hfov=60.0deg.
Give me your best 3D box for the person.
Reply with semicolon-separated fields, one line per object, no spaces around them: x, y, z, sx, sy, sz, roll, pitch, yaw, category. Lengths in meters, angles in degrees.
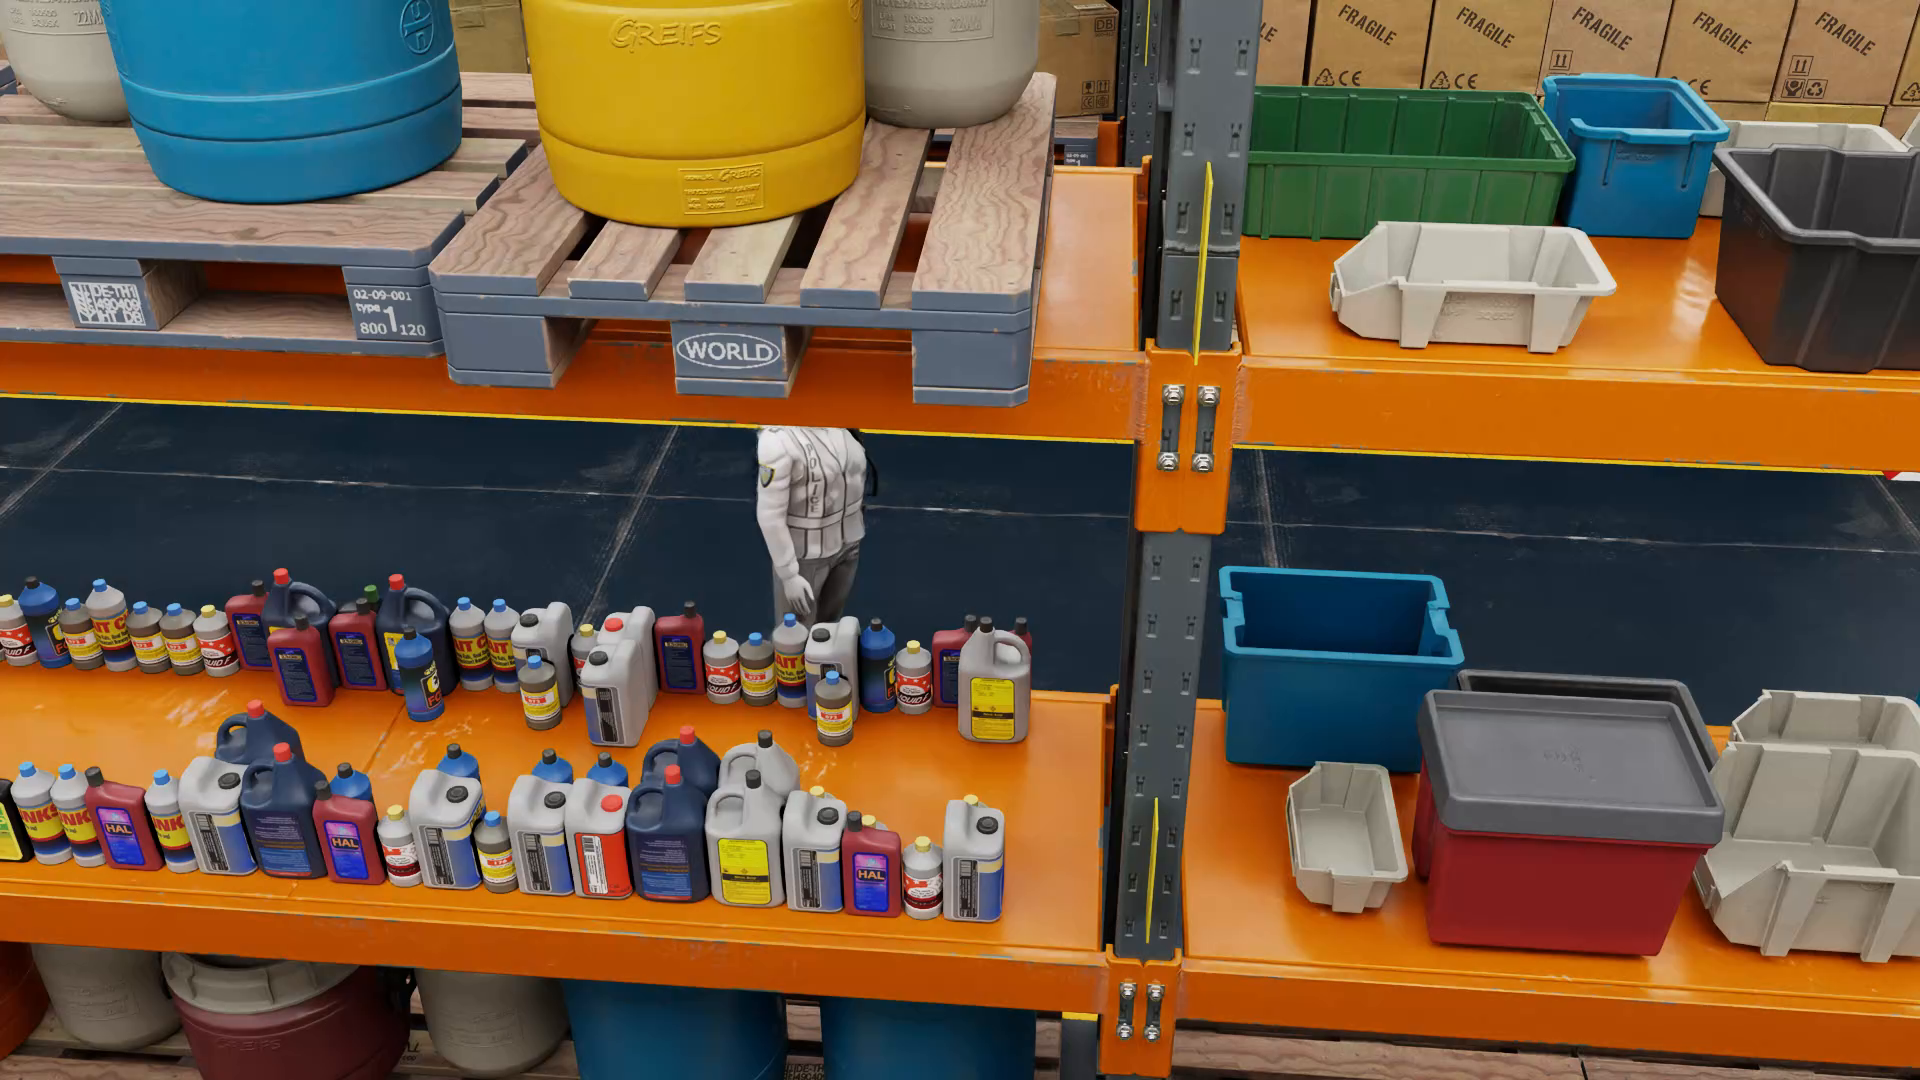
-0.594;0.037;6.041;0.435;1.661;0.645;24;39;33;person
